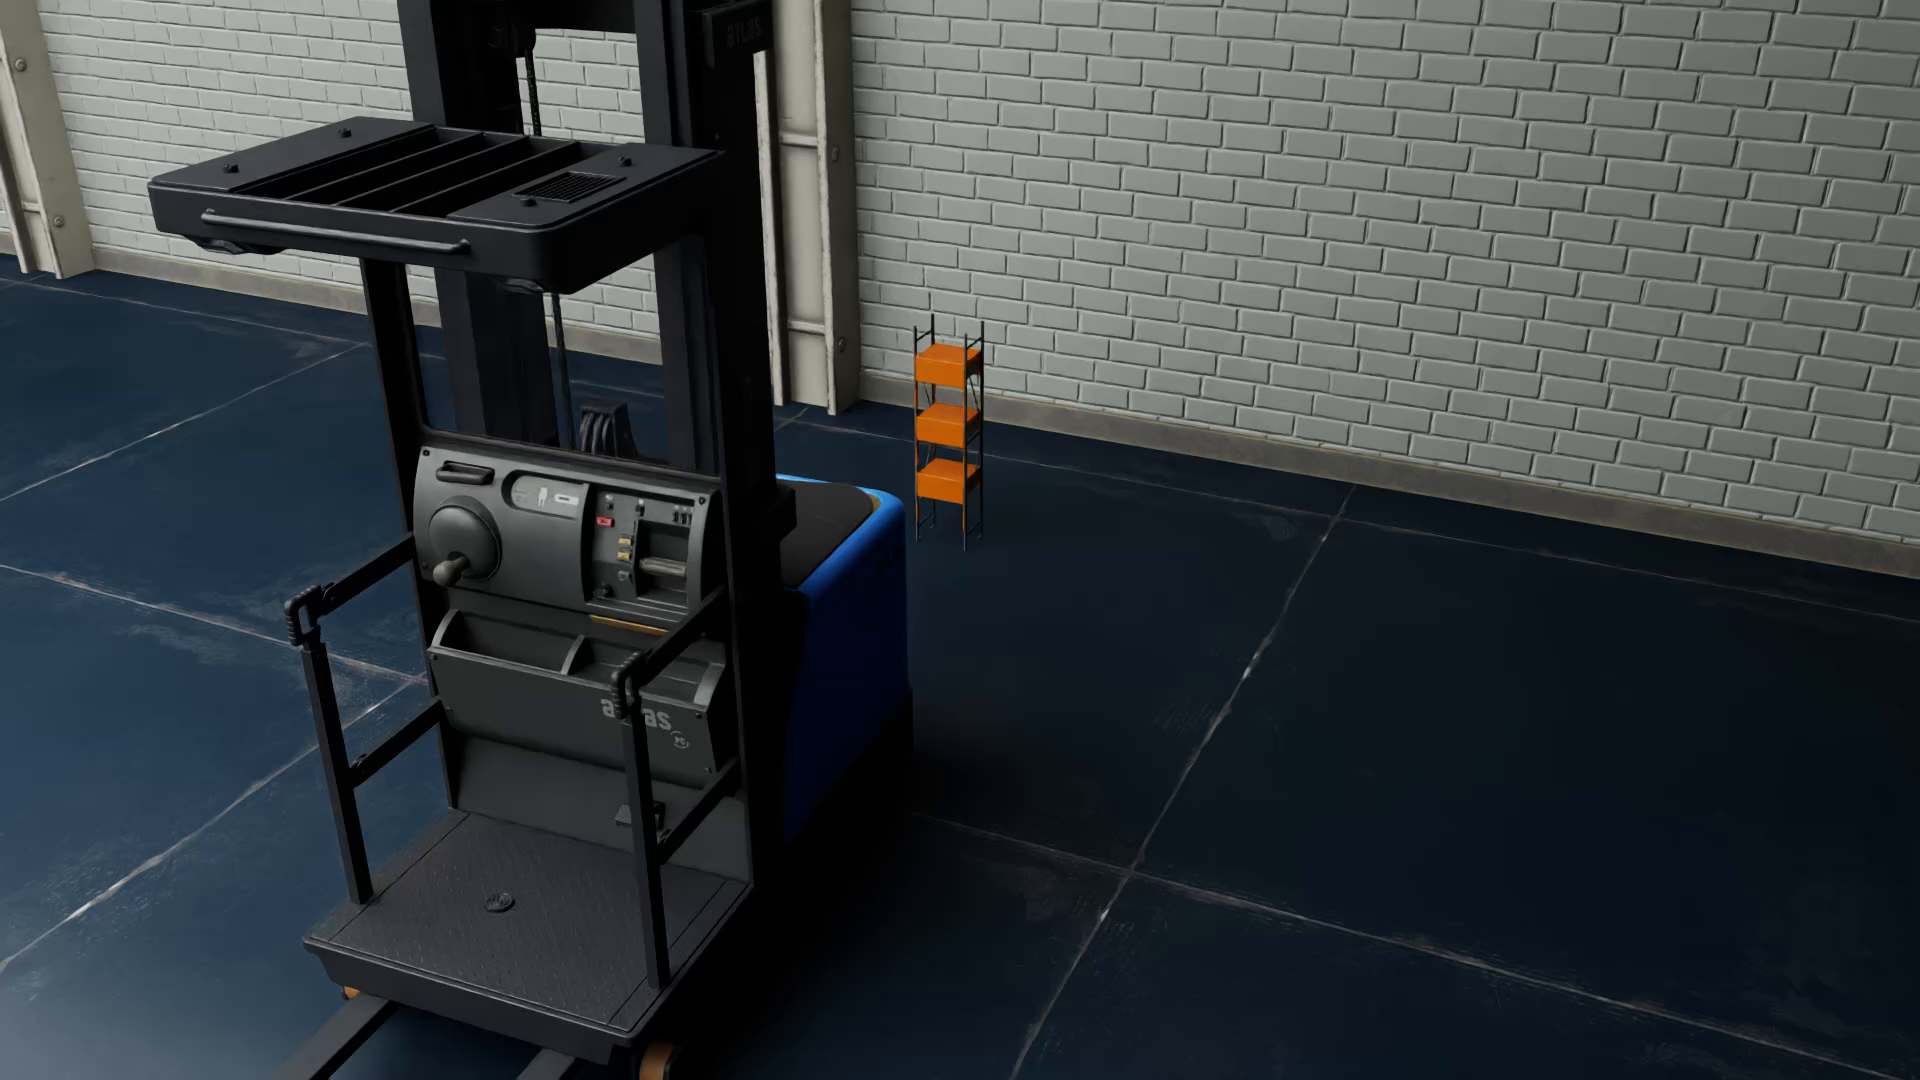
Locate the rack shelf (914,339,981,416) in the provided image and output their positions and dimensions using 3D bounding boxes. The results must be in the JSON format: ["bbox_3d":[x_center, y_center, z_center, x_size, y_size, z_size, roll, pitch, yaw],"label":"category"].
[{"bbox_3d":[-0.049,-0.726,7.417,0.240,0.259,0.215,11,28,22],"label":"rack shelf"}]

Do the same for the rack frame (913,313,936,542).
[{"bbox_3d":[-0.160,-0.503,7.583,0.008,1.050,0.200,11,28,22],"label":"rack frame"}]

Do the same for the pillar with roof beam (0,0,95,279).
[{"bbox_3d":[-8.040,-4.186,6.065,0.400,9.000,9.100,11,28,22],"label":"pillar with roof beam"}]

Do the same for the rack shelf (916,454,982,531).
[{"bbox_3d":[-0.049,-0.222,7.665,0.240,0.259,0.215,11,28,22],"label":"rack shelf"}]

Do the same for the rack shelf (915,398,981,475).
[{"bbox_3d":[-0.049,-0.471,7.543,0.240,0.259,0.215,11,28,22],"label":"rack shelf"}]

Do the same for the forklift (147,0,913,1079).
[{"bbox_3d":[-1.178,0.018,4.396,1.130,2.935,3.031,10,28,19],"label":"forklift"}]

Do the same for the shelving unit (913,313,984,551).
[{"bbox_3d":[-0.049,-0.481,7.538,0.252,1.050,0.215,11,28,22],"label":"shelving unit"}]

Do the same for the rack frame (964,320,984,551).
[{"bbox_3d":[0.062,-0.458,7.493,0.008,1.050,0.200,11,28,22],"label":"rack frame"}]

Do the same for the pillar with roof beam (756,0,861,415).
[{"bbox_3d":[-2.578,-3.089,3.837,0.400,9.000,9.100,11,28,22],"label":"pillar with roof beam"}]
